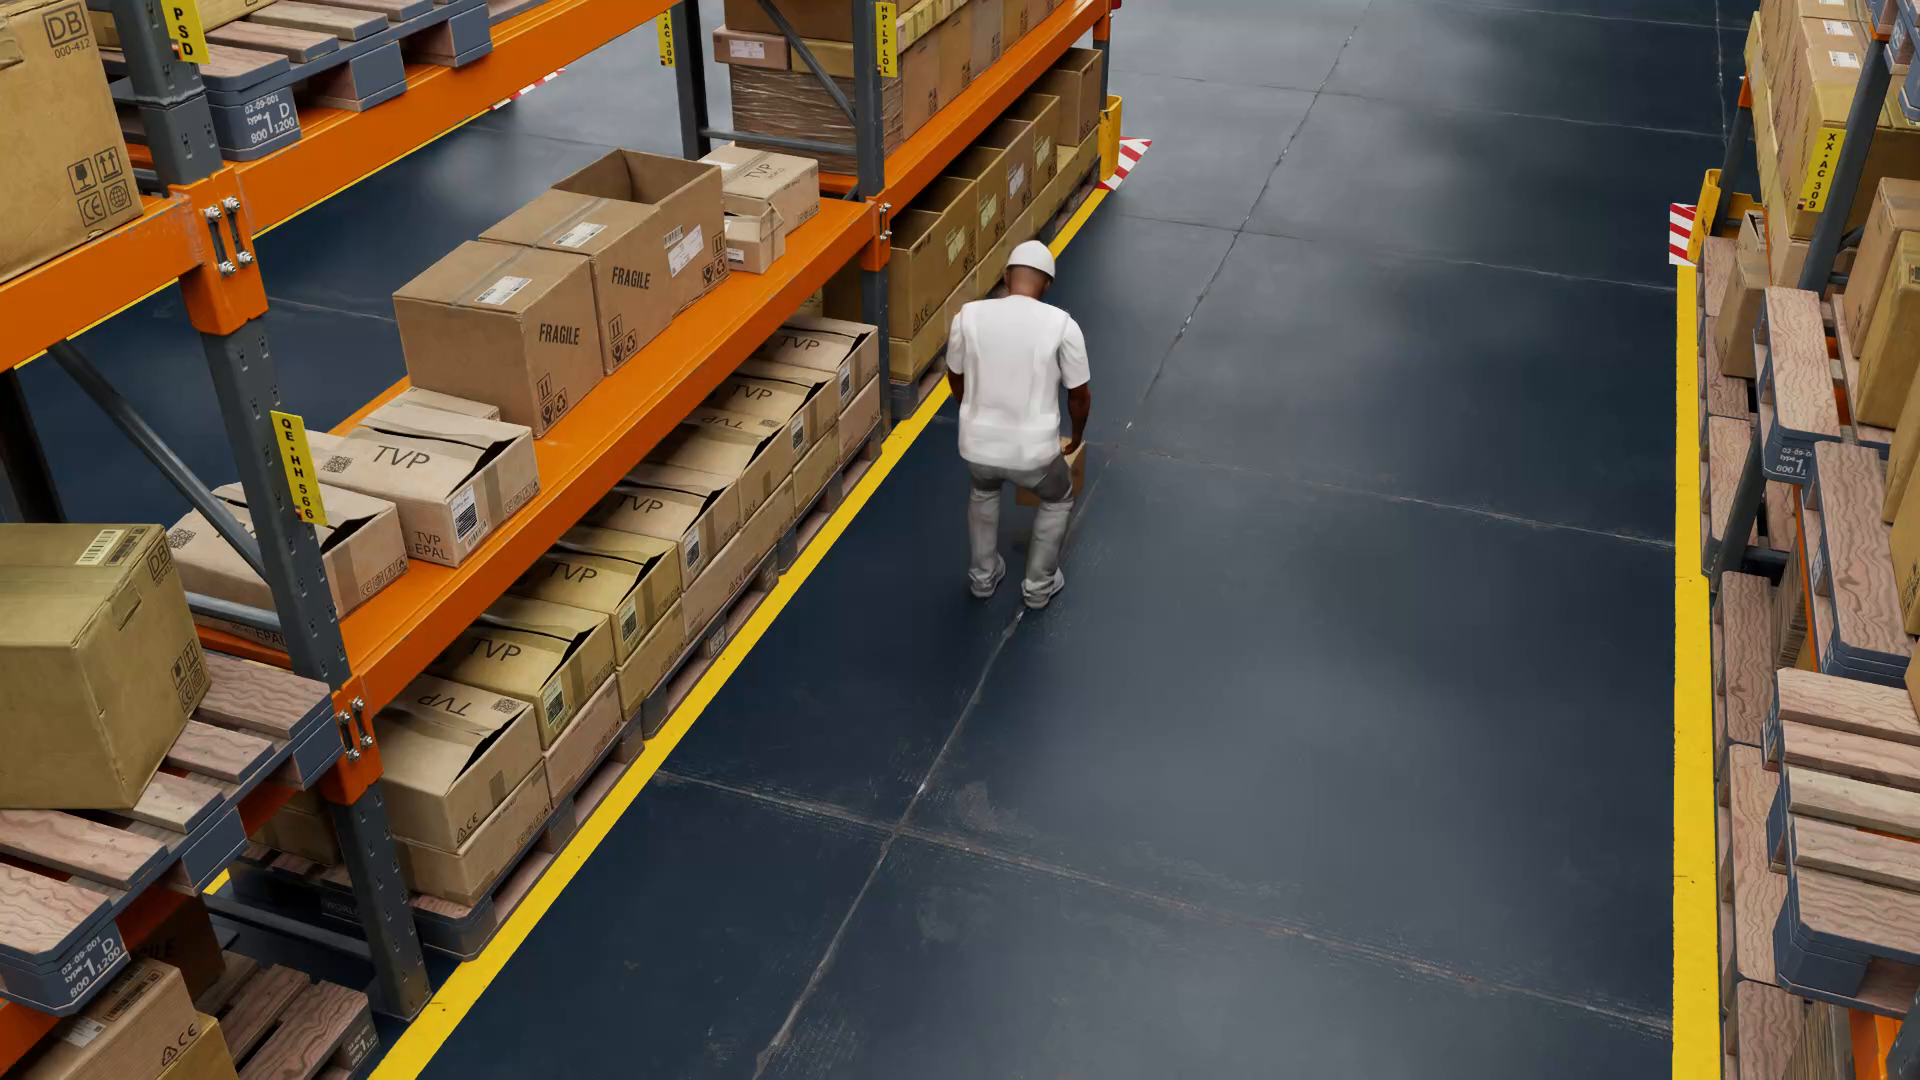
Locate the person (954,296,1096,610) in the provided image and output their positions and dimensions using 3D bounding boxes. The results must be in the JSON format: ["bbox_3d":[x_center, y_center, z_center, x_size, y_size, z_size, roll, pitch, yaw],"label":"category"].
[{"bbox_3d":[0.232,-0.356,7.156,0.623,1.233,0.832,11,35,16],"label":"person"}]
